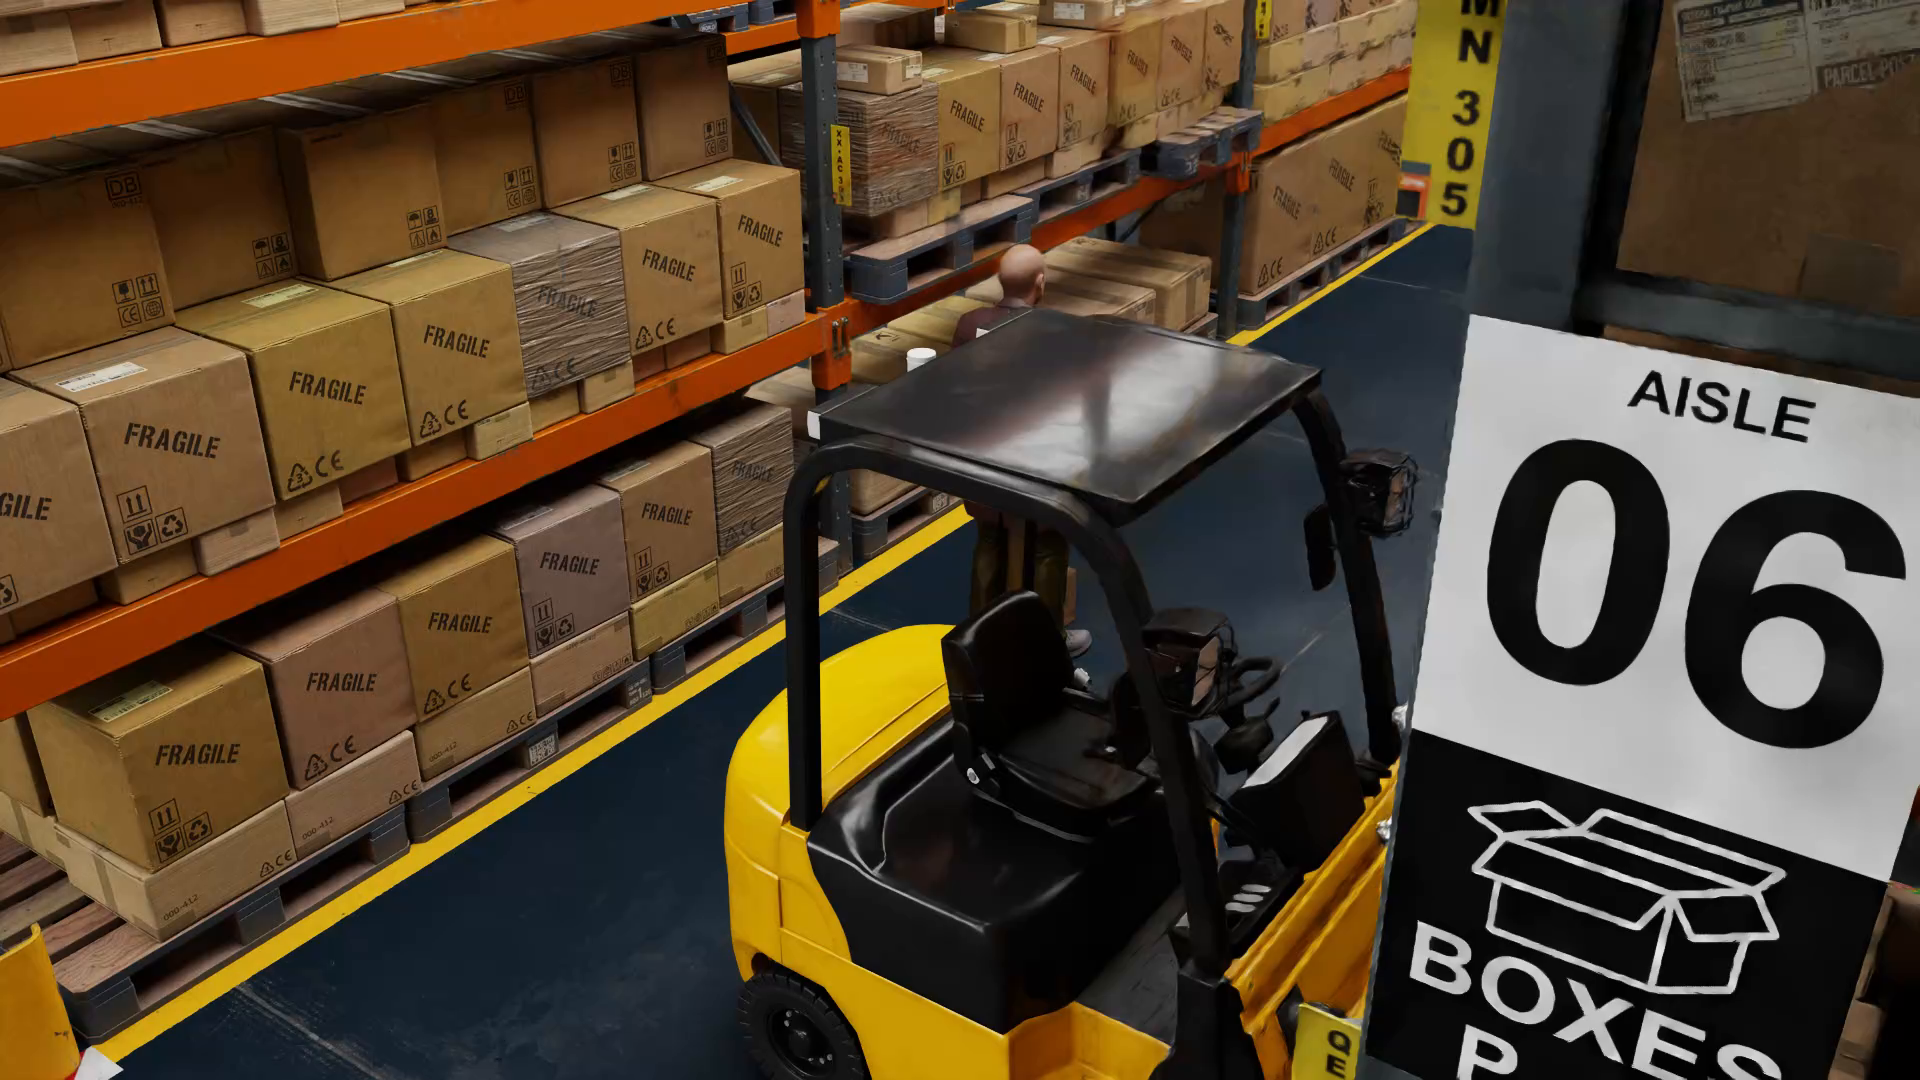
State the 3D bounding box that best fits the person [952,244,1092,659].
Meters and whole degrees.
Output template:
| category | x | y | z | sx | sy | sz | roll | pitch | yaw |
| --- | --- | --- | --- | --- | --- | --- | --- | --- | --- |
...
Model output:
| category | x | y | z | sx | sy | sz | roll | pitch | yaw |
| --- | --- | --- | --- | --- | --- | --- | --- | --- | --- |
| person | 0.238 | -0.324 | 6.780 | 0.641 | 1.773 | 0.431 | 15 | 30 | 27 |
